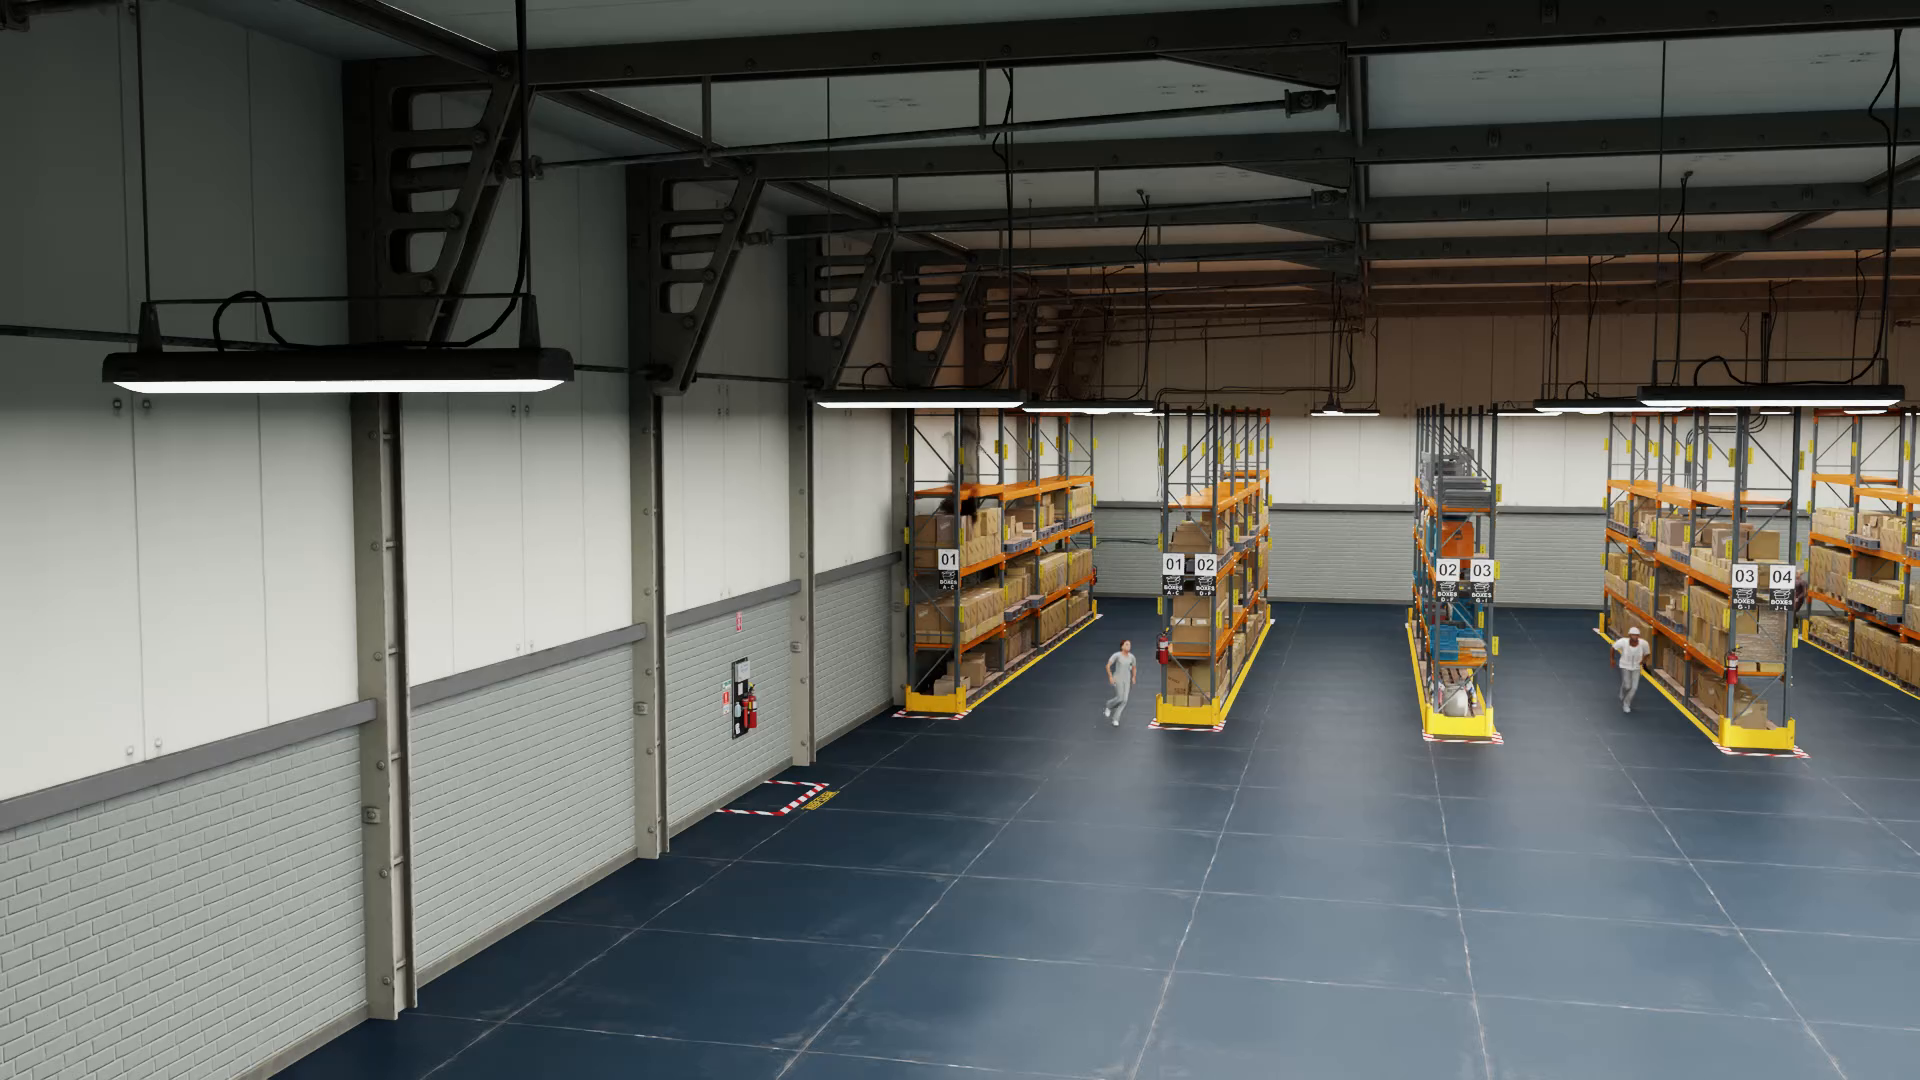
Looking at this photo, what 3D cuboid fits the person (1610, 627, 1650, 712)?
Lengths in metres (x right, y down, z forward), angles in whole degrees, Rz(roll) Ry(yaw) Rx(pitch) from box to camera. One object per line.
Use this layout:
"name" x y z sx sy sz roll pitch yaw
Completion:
"person" 13.115 2.527 32.520 0.690 1.684 0.720 0 4 6

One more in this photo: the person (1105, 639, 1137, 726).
"person" 3.060 2.657 31.205 0.593 1.581 0.545 -2 4 -21

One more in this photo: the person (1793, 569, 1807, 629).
"person" 22.365 1.641 44.370 0.612 1.735 0.737 -1 4 -13
